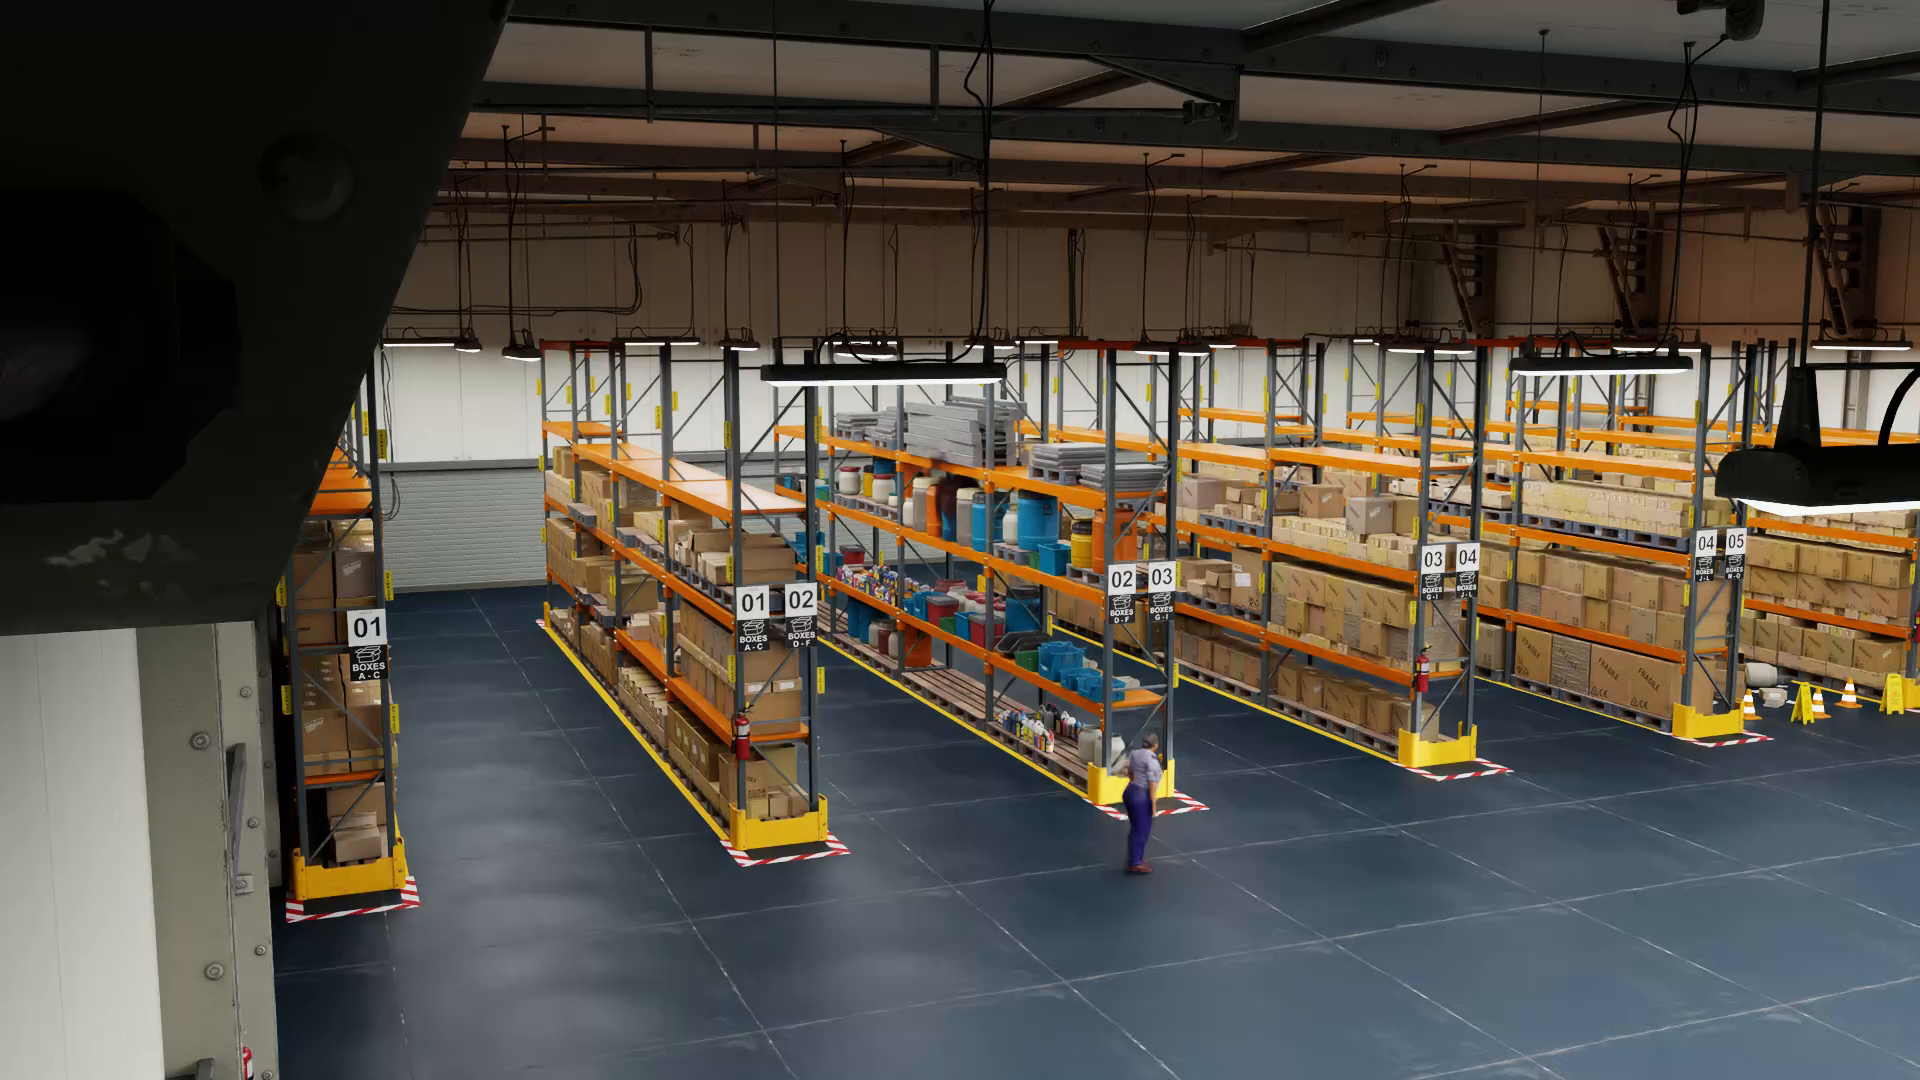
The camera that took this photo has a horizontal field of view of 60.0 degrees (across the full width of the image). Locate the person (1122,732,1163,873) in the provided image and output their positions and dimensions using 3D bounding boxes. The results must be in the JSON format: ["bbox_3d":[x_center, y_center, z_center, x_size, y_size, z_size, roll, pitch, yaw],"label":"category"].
[{"bbox_3d":[2.115,3.039,19.265,0.390,1.640,0.506,-3,8,-24],"label":"person"}]

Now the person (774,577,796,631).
[{"bbox_3d":[-3.556,1.106,33.341,0.650,1.720,1.051,-1,8,-8],"label":"person"}]
